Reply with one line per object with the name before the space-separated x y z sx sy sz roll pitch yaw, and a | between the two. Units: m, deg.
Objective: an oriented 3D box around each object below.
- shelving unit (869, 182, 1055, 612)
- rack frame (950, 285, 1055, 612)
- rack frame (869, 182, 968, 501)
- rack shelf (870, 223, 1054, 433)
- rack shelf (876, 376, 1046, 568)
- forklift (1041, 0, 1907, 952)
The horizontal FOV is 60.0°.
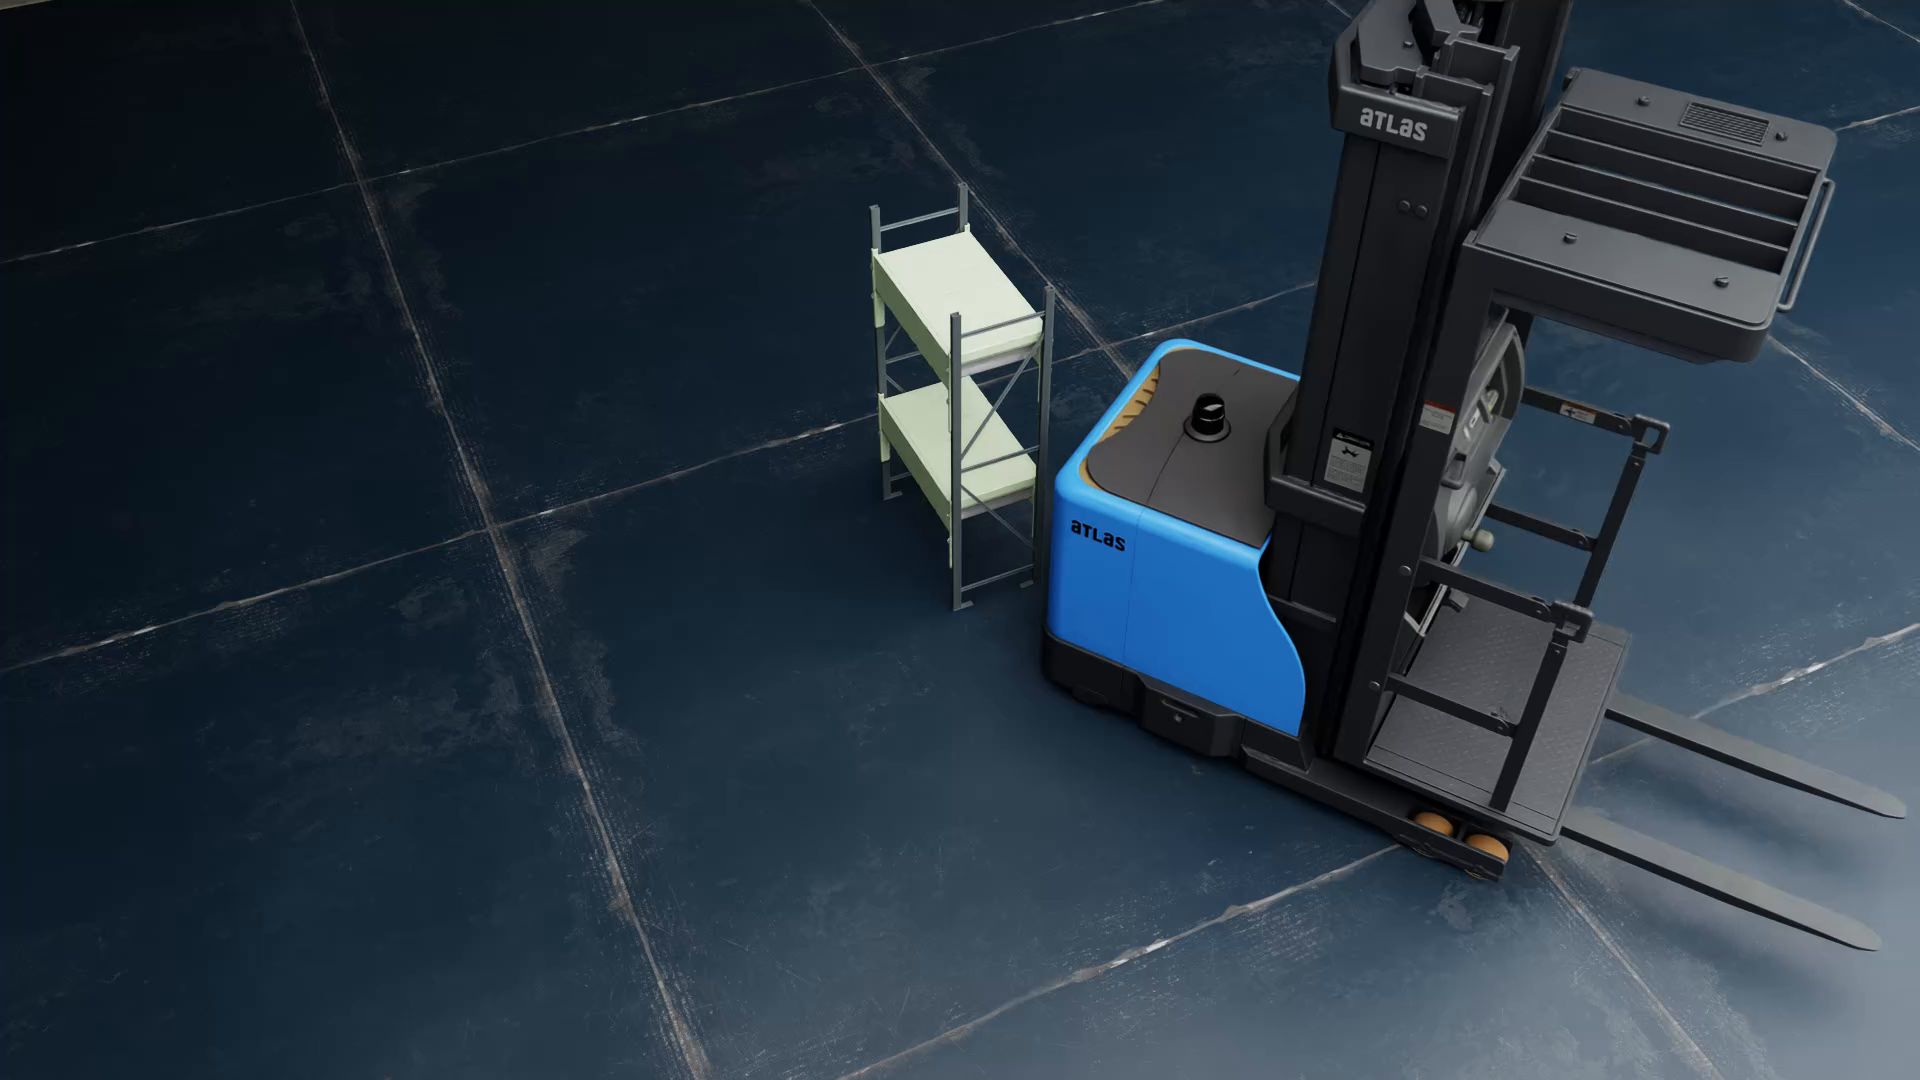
shelving unit | -0.003 -0.538 6.596 0.431 1.500 0.755 -18 47 -17
rack frame | 0.151 -0.305 6.360 0.400 1.500 0.023 -18 47 -17
rack frame | -0.157 -0.771 6.833 0.400 1.500 0.023 -18 47 -17
rack shelf | -0.003 -0.816 6.322 0.431 0.370 0.720 -18 47 -17
rack shelf | -0.003 -0.306 6.825 0.431 0.370 0.720 -18 47 -17
forklift | 1.853 -0.270 5.305 3.031 2.935 1.130 22 49 21
